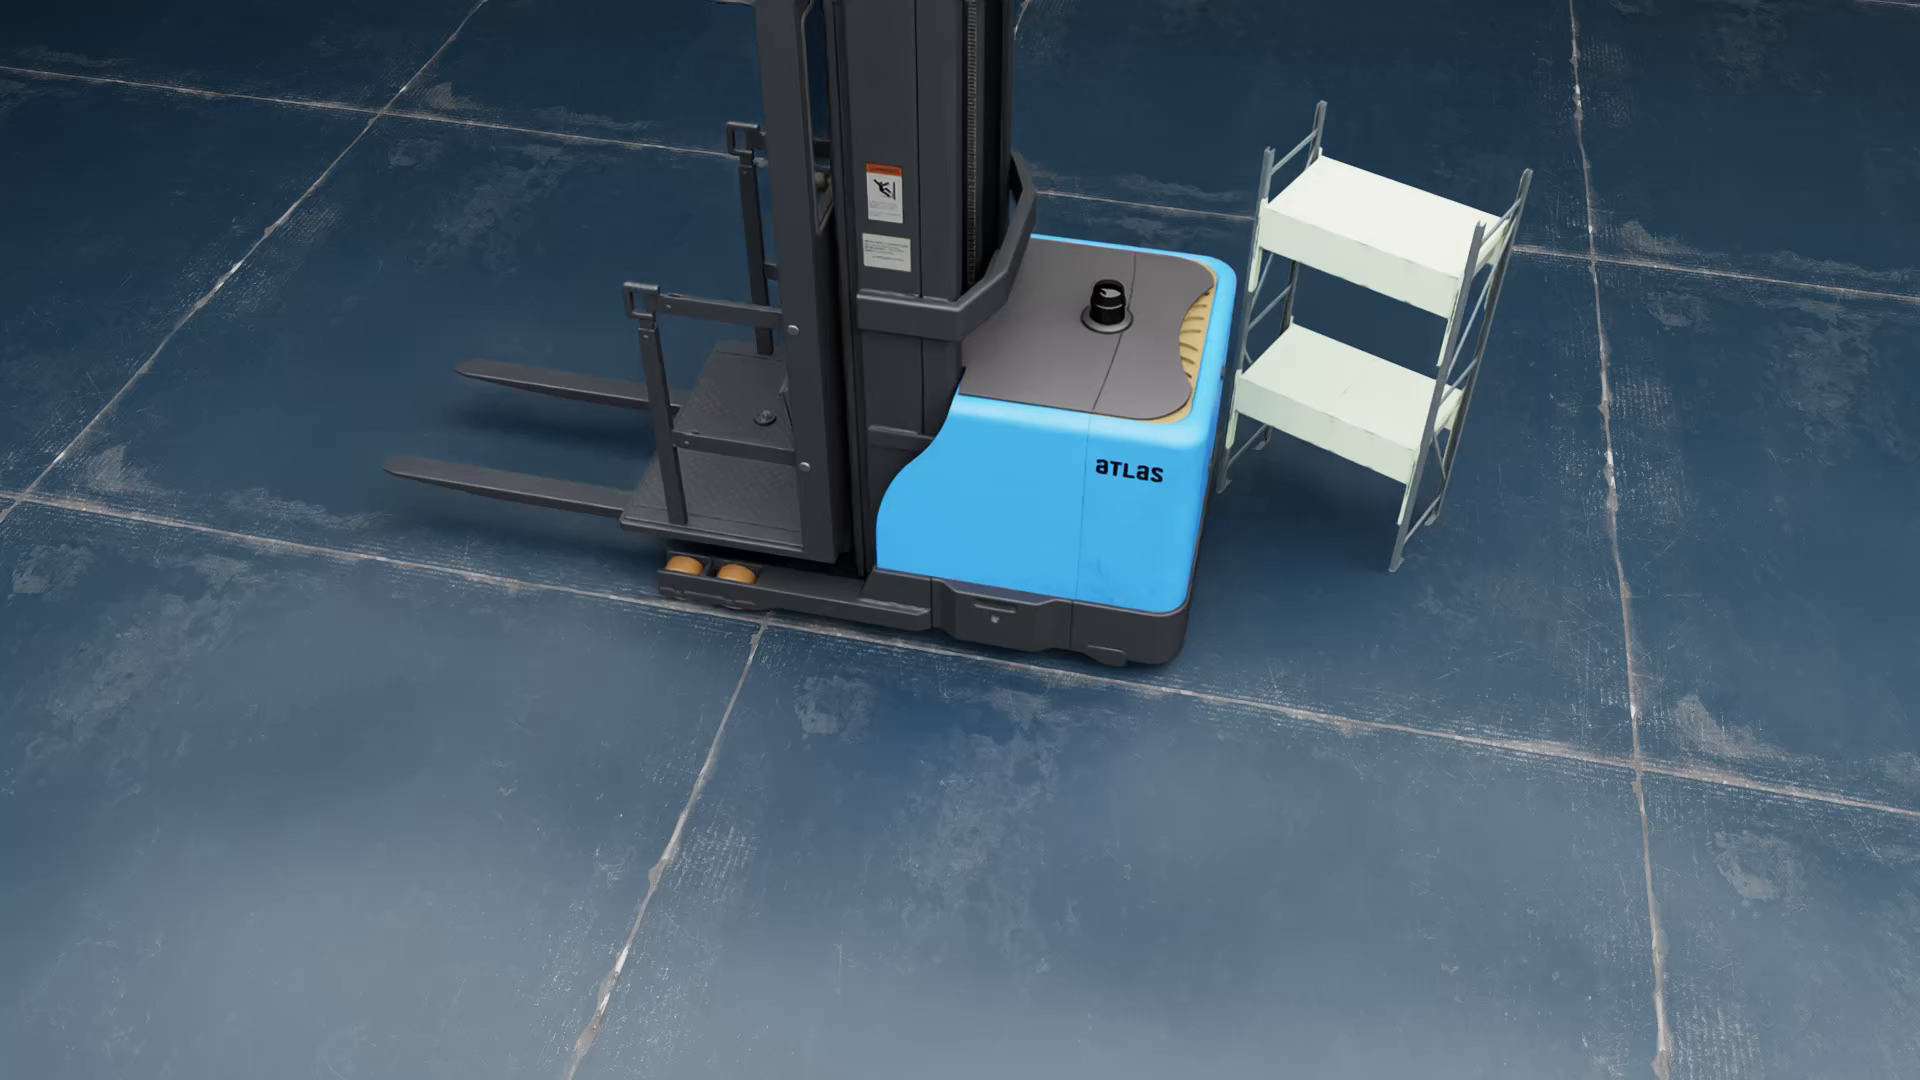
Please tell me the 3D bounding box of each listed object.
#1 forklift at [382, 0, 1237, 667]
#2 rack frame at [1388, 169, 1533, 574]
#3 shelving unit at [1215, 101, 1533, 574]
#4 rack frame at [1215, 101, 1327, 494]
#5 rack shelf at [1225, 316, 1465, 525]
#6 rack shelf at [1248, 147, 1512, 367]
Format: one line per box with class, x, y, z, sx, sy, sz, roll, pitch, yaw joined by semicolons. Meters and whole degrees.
forklift;-0.610;-1.154;5.335;3.031;2.935;1.130;9;45;9
rack frame;1.705;-0.532;5.721;0.023;1.500;0.400;27;50;25
shelving unit;1.410;-0.682;5.877;0.755;1.500;0.431;27;50;25
rack frame;1.115;-0.833;6.034;0.023;1.500;0.400;27;50;25
rack shelf;1.410;-0.447;6.103;0.720;0.370;0.431;27;50;25
rack shelf;1.410;-0.964;5.607;0.720;0.370;0.431;27;50;25
